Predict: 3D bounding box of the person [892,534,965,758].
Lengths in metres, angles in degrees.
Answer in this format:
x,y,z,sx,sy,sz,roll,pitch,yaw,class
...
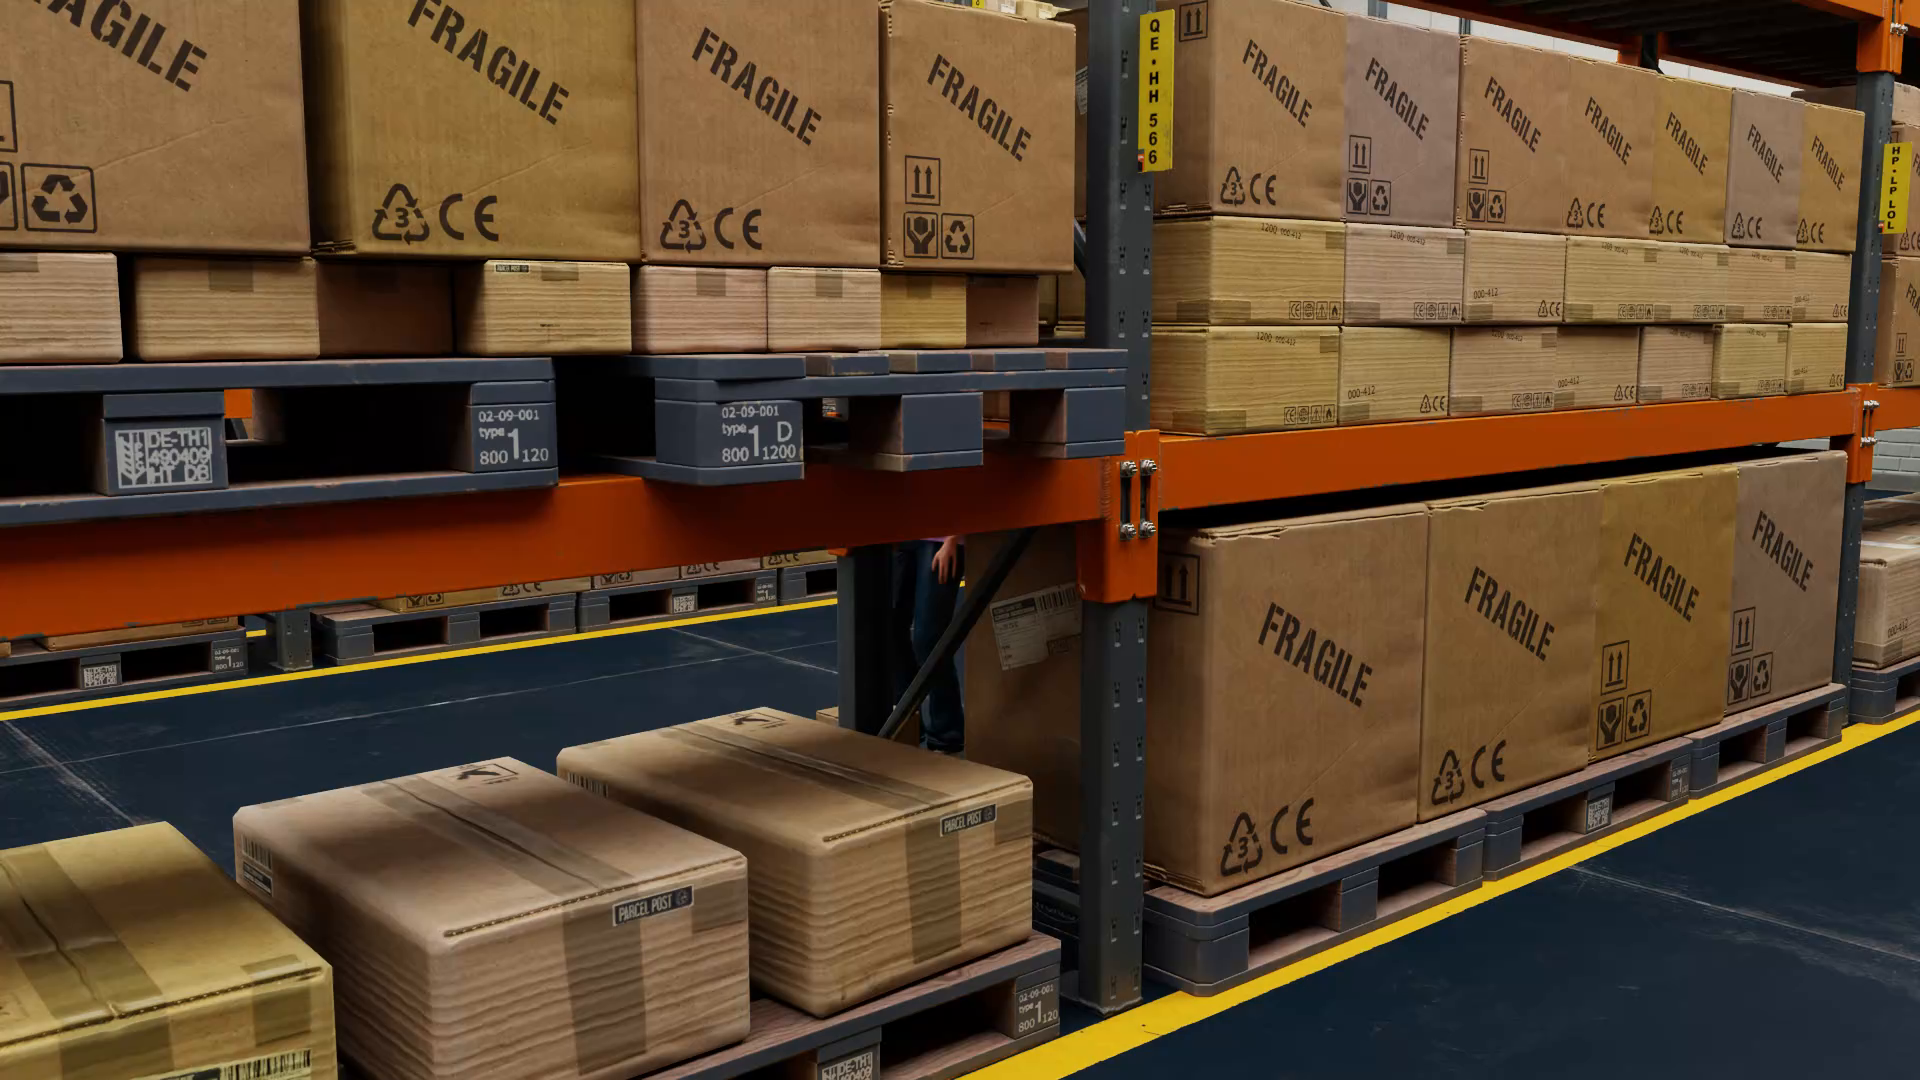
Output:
x,y,z,sx,sy,sz,roll,pitch,yaw,class
-0.142,0.017,5.713,0.345,1.592,0.463,-7,10,-41,person
